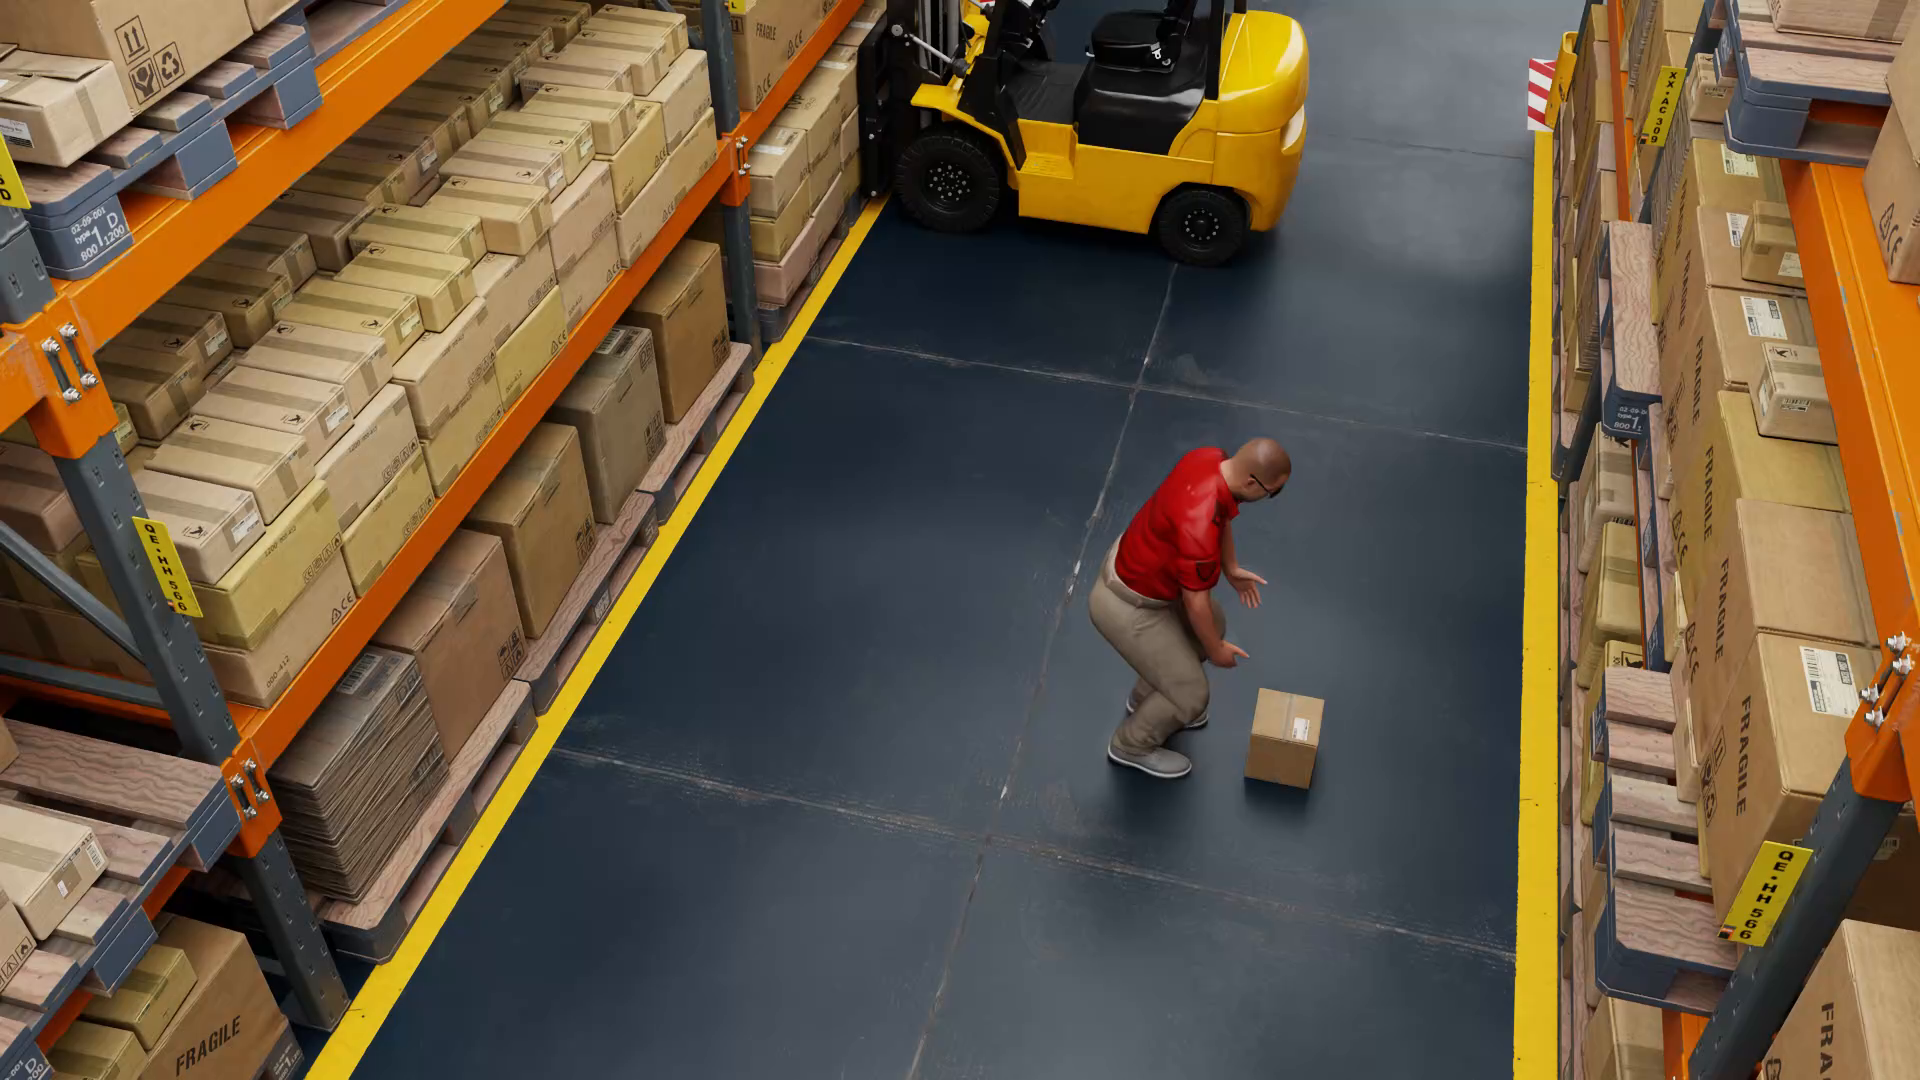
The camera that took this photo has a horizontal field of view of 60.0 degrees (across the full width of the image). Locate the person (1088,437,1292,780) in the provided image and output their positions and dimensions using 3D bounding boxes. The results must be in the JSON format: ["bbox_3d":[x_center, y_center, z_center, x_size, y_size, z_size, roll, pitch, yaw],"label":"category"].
[{"bbox_3d":[0.812,0.201,6.125,0.644,1.494,0.587,10,42,12],"label":"person"}]
